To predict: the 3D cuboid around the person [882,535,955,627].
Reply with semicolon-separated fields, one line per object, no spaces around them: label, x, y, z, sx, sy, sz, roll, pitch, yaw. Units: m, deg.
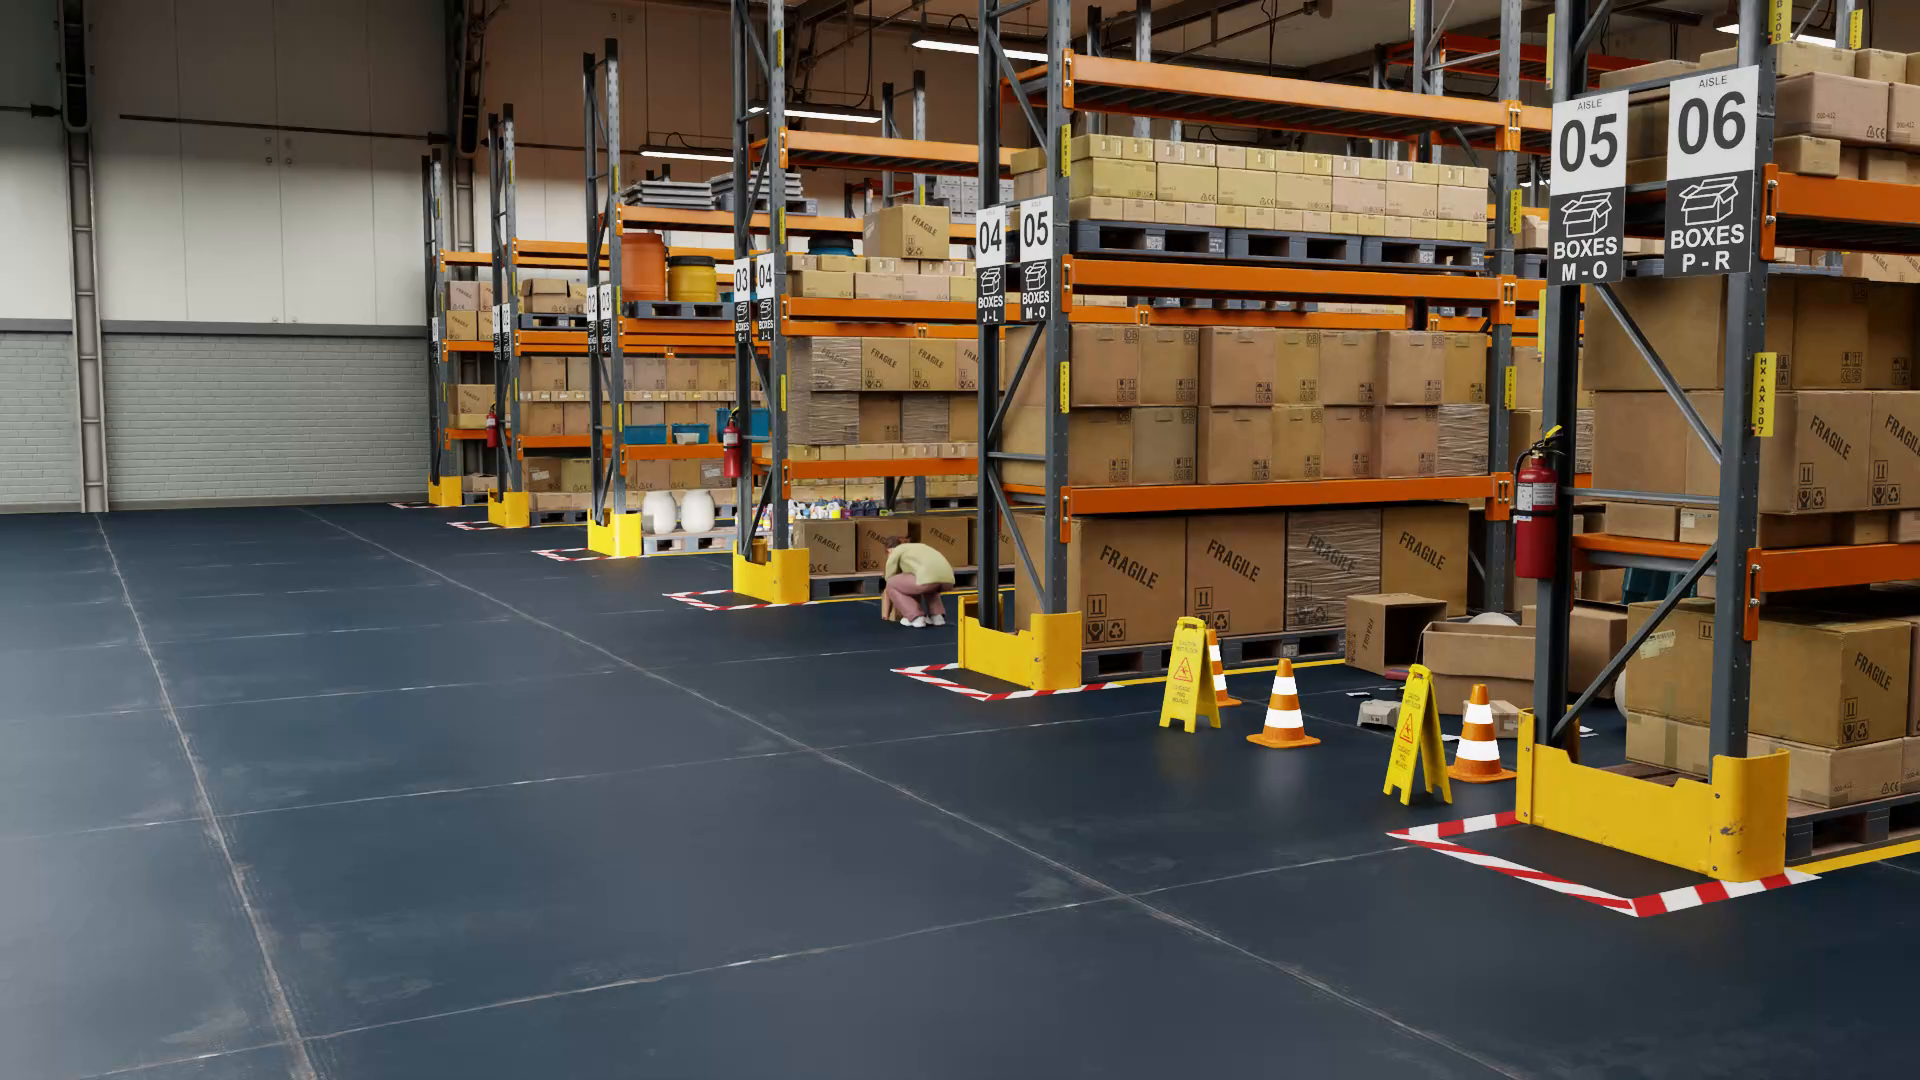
person;-0.370;0.371;13.989;0.468;0.817;0.835;-3;6;-29
